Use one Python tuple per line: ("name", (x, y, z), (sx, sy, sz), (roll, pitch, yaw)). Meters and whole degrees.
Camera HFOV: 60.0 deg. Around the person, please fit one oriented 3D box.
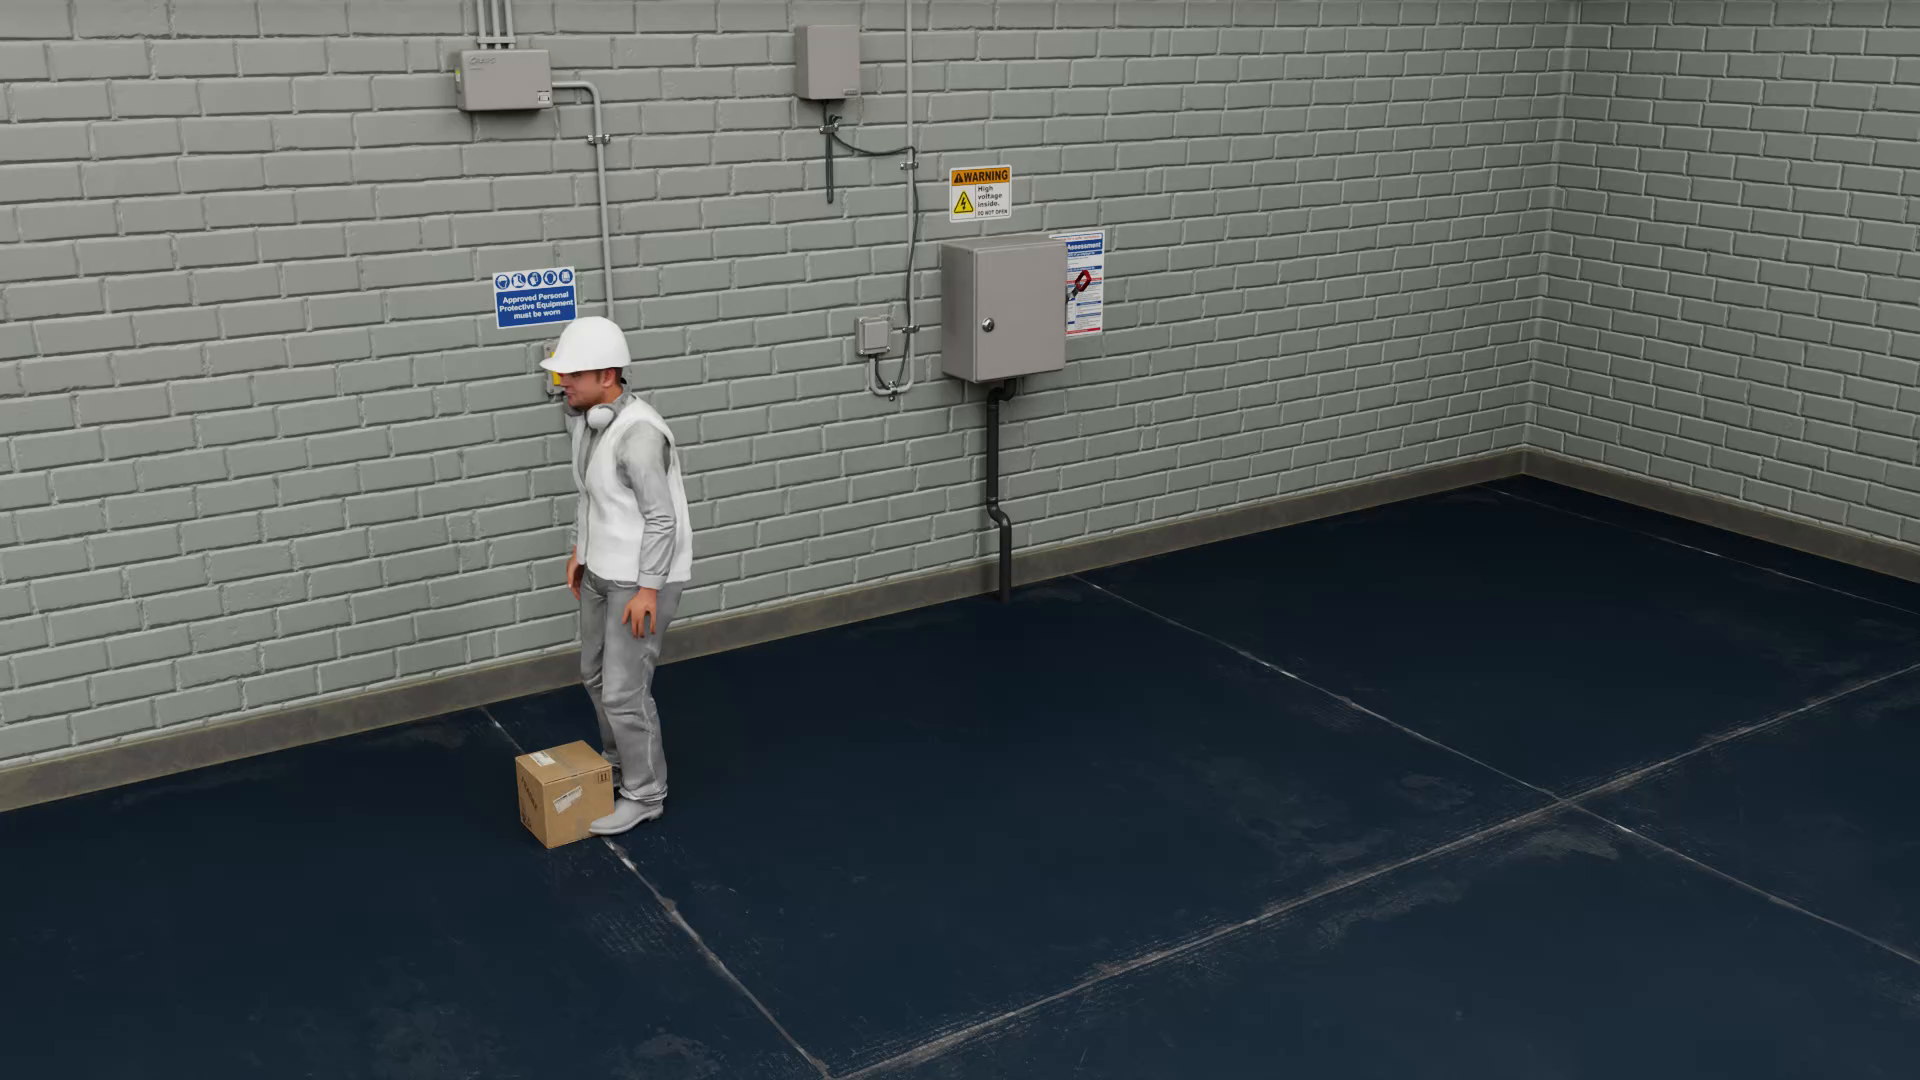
("person", (-1.156, 0.112, 5.665), (0.464, 1.772, 0.590), (-12, 22, -33))
